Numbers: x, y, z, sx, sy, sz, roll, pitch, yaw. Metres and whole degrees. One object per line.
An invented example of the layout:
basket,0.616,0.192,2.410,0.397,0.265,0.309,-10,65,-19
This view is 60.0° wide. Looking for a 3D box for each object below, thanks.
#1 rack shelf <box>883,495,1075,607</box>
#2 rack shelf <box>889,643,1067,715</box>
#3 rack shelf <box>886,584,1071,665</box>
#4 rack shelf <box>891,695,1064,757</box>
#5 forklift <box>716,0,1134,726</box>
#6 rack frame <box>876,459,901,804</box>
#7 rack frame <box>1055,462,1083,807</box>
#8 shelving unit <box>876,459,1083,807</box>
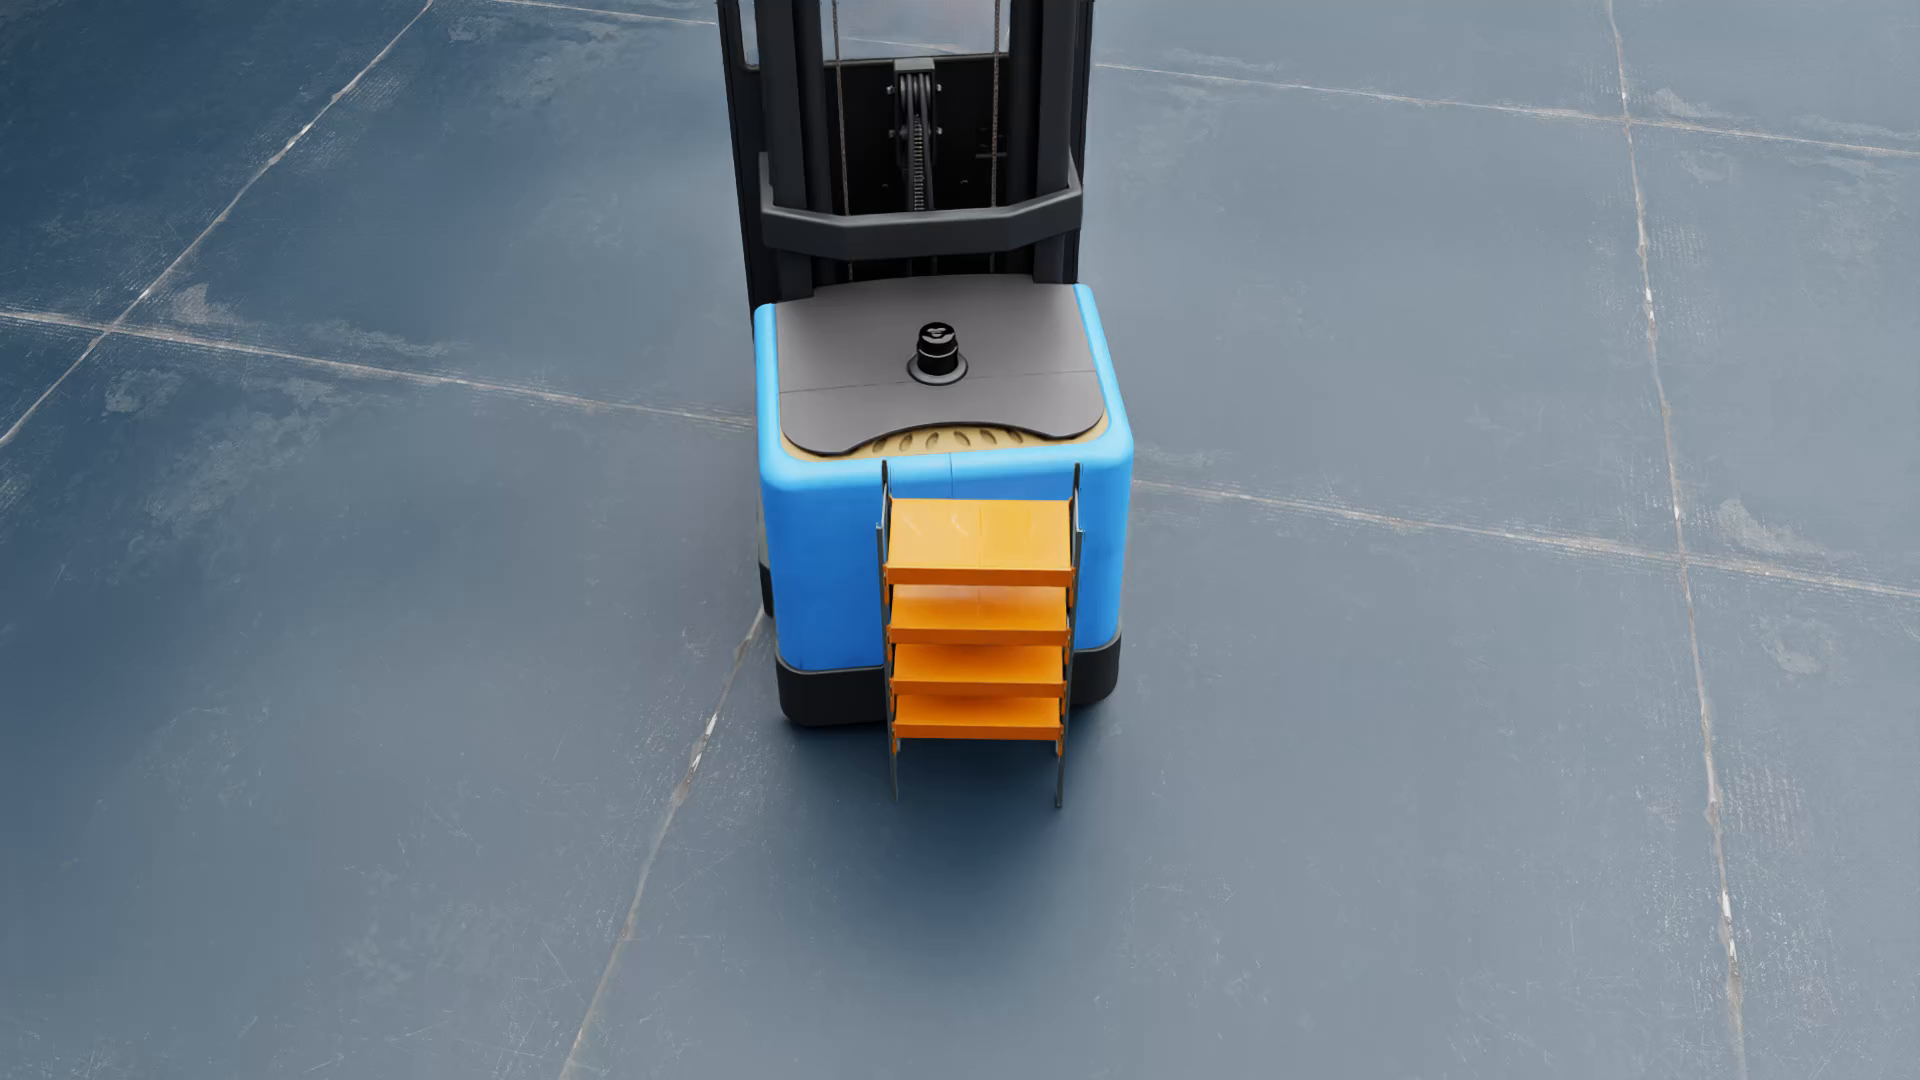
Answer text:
rack shelf,0.050,0.027,4.280,0.480,0.148,0.258,1,47,1
rack shelf,0.051,0.338,4.619,0.480,0.148,0.258,1,47,1
rack shelf,0.051,0.187,4.454,0.480,0.148,0.258,1,47,1
rack shelf,0.052,0.472,4.765,0.480,0.148,0.258,1,47,1
forklift,-0.183,-1.513,5.208,1.130,2.935,3.031,-4,44,-4
rack frame,-0.193,0.289,4.574,0.015,1.200,0.240,1,47,1
rack frame,0.295,0.296,4.565,0.015,1.200,0.240,1,47,1
shelving unit,0.051,0.293,4.570,0.503,1.200,0.258,1,47,1
